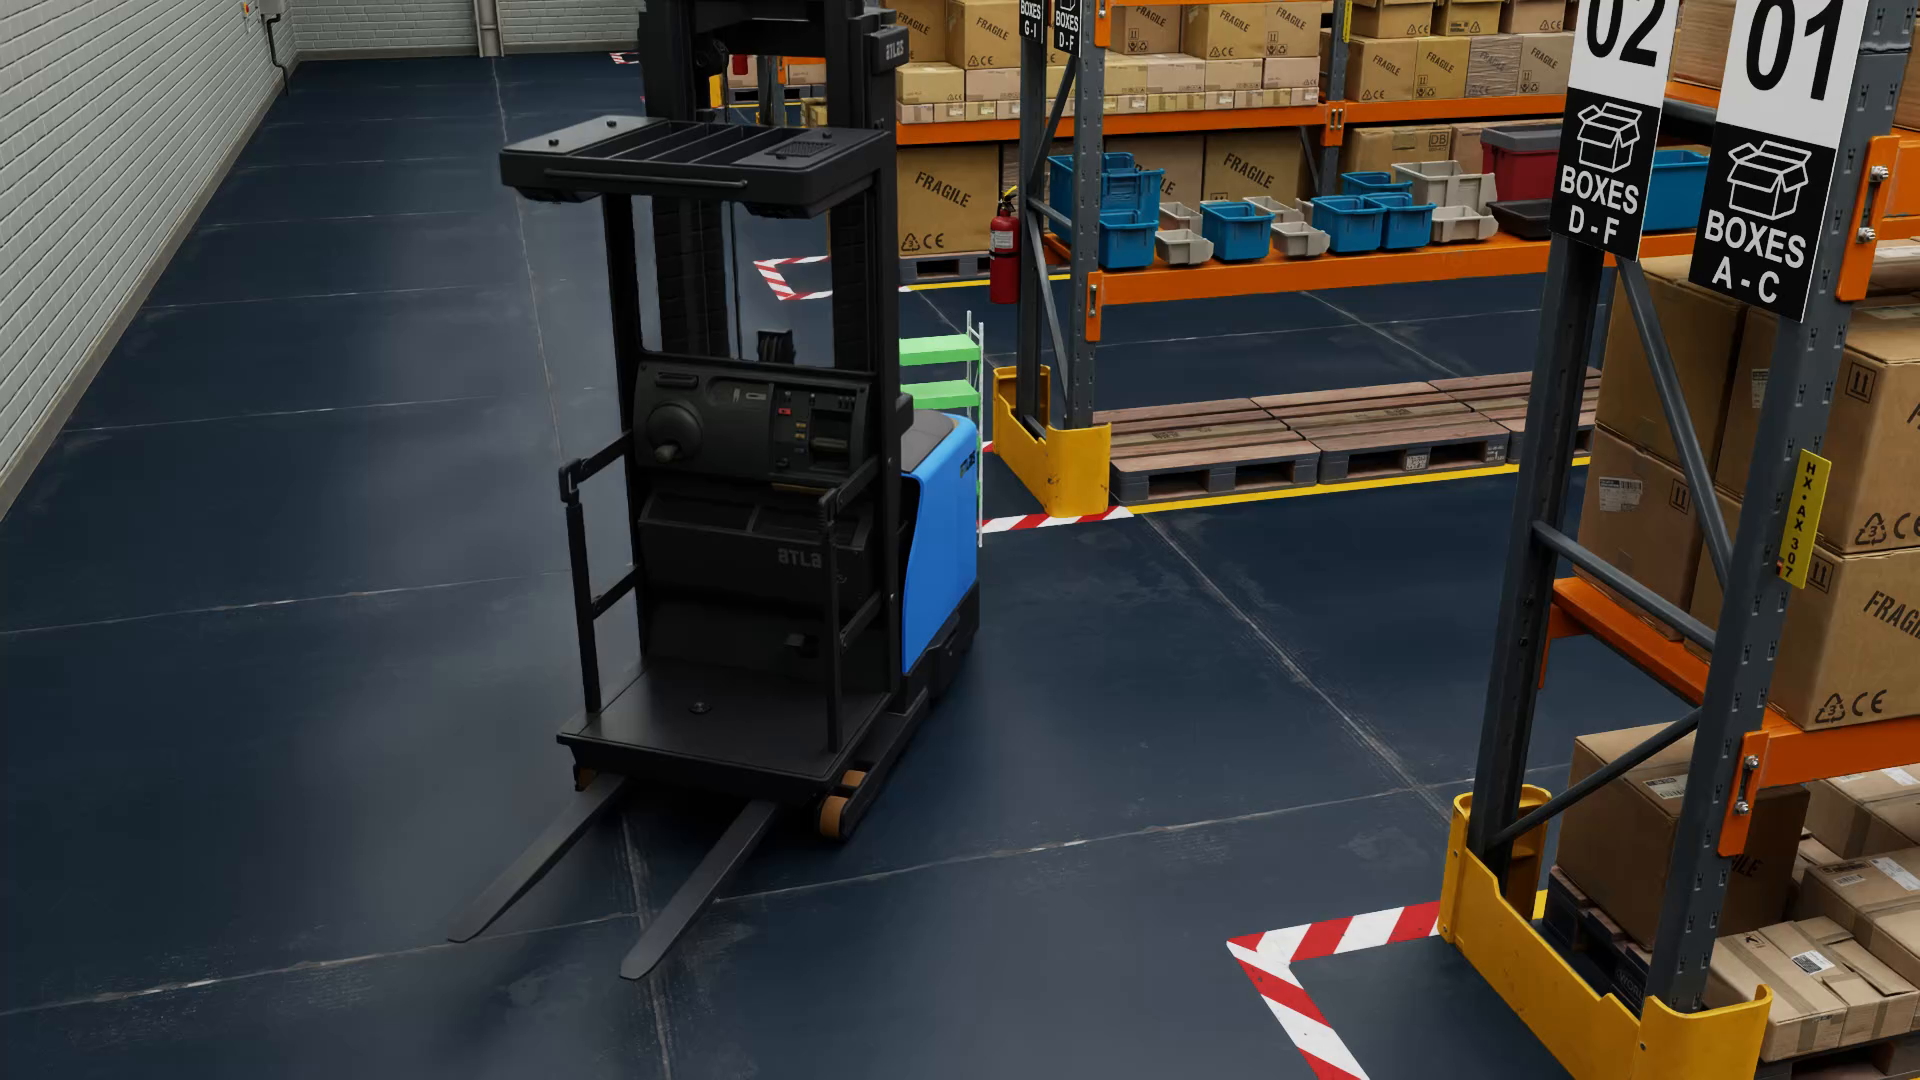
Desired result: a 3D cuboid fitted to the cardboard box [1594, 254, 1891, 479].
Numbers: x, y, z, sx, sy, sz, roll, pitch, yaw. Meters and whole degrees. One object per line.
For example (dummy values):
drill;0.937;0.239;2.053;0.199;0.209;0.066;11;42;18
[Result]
cardboard box;2.213;-0.515;4.751;0.500;0.500;0.500;-7;24;-15

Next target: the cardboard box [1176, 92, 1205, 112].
cardboard box;1.842;-3.663;13.801;0.250;0.149;0.380;-6;24;-13

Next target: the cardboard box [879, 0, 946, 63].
cardboard box;-0.415;-4.183;13.557;0.500;0.500;0.500;-6;24;-14

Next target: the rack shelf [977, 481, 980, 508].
rack shelf;-0.159;-0.255;8.592;0.480;0.148;0.258;-6;24;-14

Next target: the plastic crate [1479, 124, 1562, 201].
plastic crate;3.449;-2.222;9.966;0.583;0.464;0.402;-6;24;-14

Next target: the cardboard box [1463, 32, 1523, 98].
cardboard box;4.514;-4.152;14.496;0.500;0.500;0.500;-7;24;-16

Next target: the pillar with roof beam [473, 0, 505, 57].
pillar with roof beam;-6.511;-10.443;21.676;0.400;9.000;9.100;-6;24;-14

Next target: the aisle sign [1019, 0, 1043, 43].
aisle sign;0.376;-3.037;8.726;0.004;0.787;0.394;-6;24;-14

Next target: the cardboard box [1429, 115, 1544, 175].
cardboard box;4.509;-3.433;15.108;0.875;0.875;1.225;-7;24;-16

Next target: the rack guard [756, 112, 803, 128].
rack guard;-1.983;-4.372;18.306;0.348;0.500;1.175;-6;24;-14

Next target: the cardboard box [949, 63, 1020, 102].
cardboard box;0.221;-3.693;13.366;0.500;0.250;0.500;-7;24;-15

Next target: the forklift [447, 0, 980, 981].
forklift;-0.844;-0.411;5.991;1.130;2.935;3.031;7;24;16

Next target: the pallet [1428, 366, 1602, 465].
pallet;3.678;-0.790;10.324;1.213;0.211;1.003;-6;24;-14

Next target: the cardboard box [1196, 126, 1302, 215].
cardboard box;2.381;-3.222;14.616;0.875;0.875;0.875;-6;24;-14

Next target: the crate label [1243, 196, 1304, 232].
crate label;1.805;-1.865;9.550;0.243;0.136;0.396;-6;24;-14

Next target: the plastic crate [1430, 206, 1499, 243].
plastic crate;2.781;-1.771;9.332;0.466;0.136;0.293;-6;24;-14

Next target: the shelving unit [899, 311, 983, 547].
shelving unit;-0.159;-0.534;8.472;0.503;1.200;0.258;-6;24;-14

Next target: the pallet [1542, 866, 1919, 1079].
pallet;2.700;1.331;5.381;1.213;0.211;1.003;-6;24;-14

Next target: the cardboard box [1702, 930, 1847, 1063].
cardboard box;2.355;1.336;4.889;0.250;0.149;0.380;-6;24;-14

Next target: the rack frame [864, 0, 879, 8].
rack frame;-0.813;-3.619;13.380;0.127;3.000;1.000;-6;24;-14

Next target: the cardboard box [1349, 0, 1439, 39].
cardboard box;3.651;-4.623;14.321;0.637;0.503;0.797;-7;24;-16

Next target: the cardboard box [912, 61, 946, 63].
cardboard box;-0.418;-3.839;13.706;0.500;0.250;0.500;-7;24;-15

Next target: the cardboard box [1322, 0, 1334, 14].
cardboard box;4.060;-6.081;18.903;0.250;0.149;0.380;-6;24;-13

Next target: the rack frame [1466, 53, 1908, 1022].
rack frame;1.859;0.142;4.614;0.127;3.000;1.000;-6;24;-14

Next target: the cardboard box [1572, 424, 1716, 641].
cardboard box;2.217;-0.055;4.946;0.500;0.500;0.500;-6;24;-13

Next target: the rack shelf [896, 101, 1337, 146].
rack shelf;1.112;-3.501;14.018;4.000;0.370;1.077;-6;24;-14

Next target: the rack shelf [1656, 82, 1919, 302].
rack shelf;3.785;-1.118;4.661;4.000;0.370;1.077;-6;24;-14

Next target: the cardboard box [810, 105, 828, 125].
cardboard box;-1.460;-4.596;17.985;0.250;0.149;0.380;-7;24;-17

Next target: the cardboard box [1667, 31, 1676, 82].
cardboard box;6.000;-4.319;14.886;0.500;0.500;0.500;-7;24;-15

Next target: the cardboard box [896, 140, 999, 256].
cardboard box;-0.219;-2.934;13.946;0.875;0.875;0.875;-6;24;-14

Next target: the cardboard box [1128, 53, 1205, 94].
cardboard box;1.695;-3.856;13.745;0.500;0.250;0.500;-6;24;-13

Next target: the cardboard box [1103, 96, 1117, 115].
cardboard box;1.098;-3.580;13.609;0.250;0.149;0.380;-7;24;-16

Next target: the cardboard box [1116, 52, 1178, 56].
cardboard box;1.537;-4.054;14.206;0.500;0.250;0.500;-6;24;-13

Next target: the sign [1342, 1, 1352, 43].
sign;3.189;-4.269;13.696;0.005;0.325;0.100;-6;24;-14

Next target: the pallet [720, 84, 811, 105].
pallet;-2.741;-6.215;22.966;1.213;0.211;1.003;-6;24;-14

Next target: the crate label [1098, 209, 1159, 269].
crate label;0.851;-1.590;8.789;0.303;0.233;0.416;-6;24;-14

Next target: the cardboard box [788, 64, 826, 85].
cardboard box;-2.003;-6.606;23.058;0.875;0.438;0.875;-6;24;-13

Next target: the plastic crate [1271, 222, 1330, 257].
plastic crate;1.836;-1.621;8.983;0.298;0.136;0.250;-6;24;-14

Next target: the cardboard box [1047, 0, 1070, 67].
cardboard box;0.700;-4.091;13.341;0.500;0.500;0.500;-7;24;-16

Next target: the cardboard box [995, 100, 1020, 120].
cardboard box;0.362;-3.500;13.420;0.250;0.149;0.380;-7;24;-15

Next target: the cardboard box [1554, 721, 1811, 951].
cardboard box;2.316;0.938;5.373;0.500;0.500;0.500;-6;24;-14

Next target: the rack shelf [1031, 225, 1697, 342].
rack shelf;2.450;-1.621;9.636;4.000;0.370;1.077;-6;24;-14

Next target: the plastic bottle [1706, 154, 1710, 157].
plastic bottle;4.668;-2.272;10.399;0.135;0.276;0.152;-6;24;-14

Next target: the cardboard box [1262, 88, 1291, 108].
cardboard box;2.585;-3.745;13.993;0.250;0.149;0.380;-6;24;-13

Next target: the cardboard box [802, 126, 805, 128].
cardboard box;-1.605;-4.531;18.588;0.250;0.149;0.380;-6;24;-13

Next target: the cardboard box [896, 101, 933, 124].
cardboard box;-0.382;-3.416;13.226;0.250;0.149;0.380;-6;24;-14

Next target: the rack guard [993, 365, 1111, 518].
rack guard;0.505;-0.582;9.473;0.348;0.500;1.175;-6;24;-14

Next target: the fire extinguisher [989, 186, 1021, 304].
fire extinguisher;0.257;-1.688;9.451;0.183;0.674;0.296;-6;24;-14

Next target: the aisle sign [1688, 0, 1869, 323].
aisle sign;1.873;-0.933;3.825;0.004;0.787;0.394;-6;24;-14

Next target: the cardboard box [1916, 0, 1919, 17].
cardboard box;2.424;-1.353;3.851;0.500;0.250;0.500;-6;24;-14

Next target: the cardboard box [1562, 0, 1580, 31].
cardboard box;5.553;-4.838;14.822;0.637;0.503;0.797;-6;24;-13
